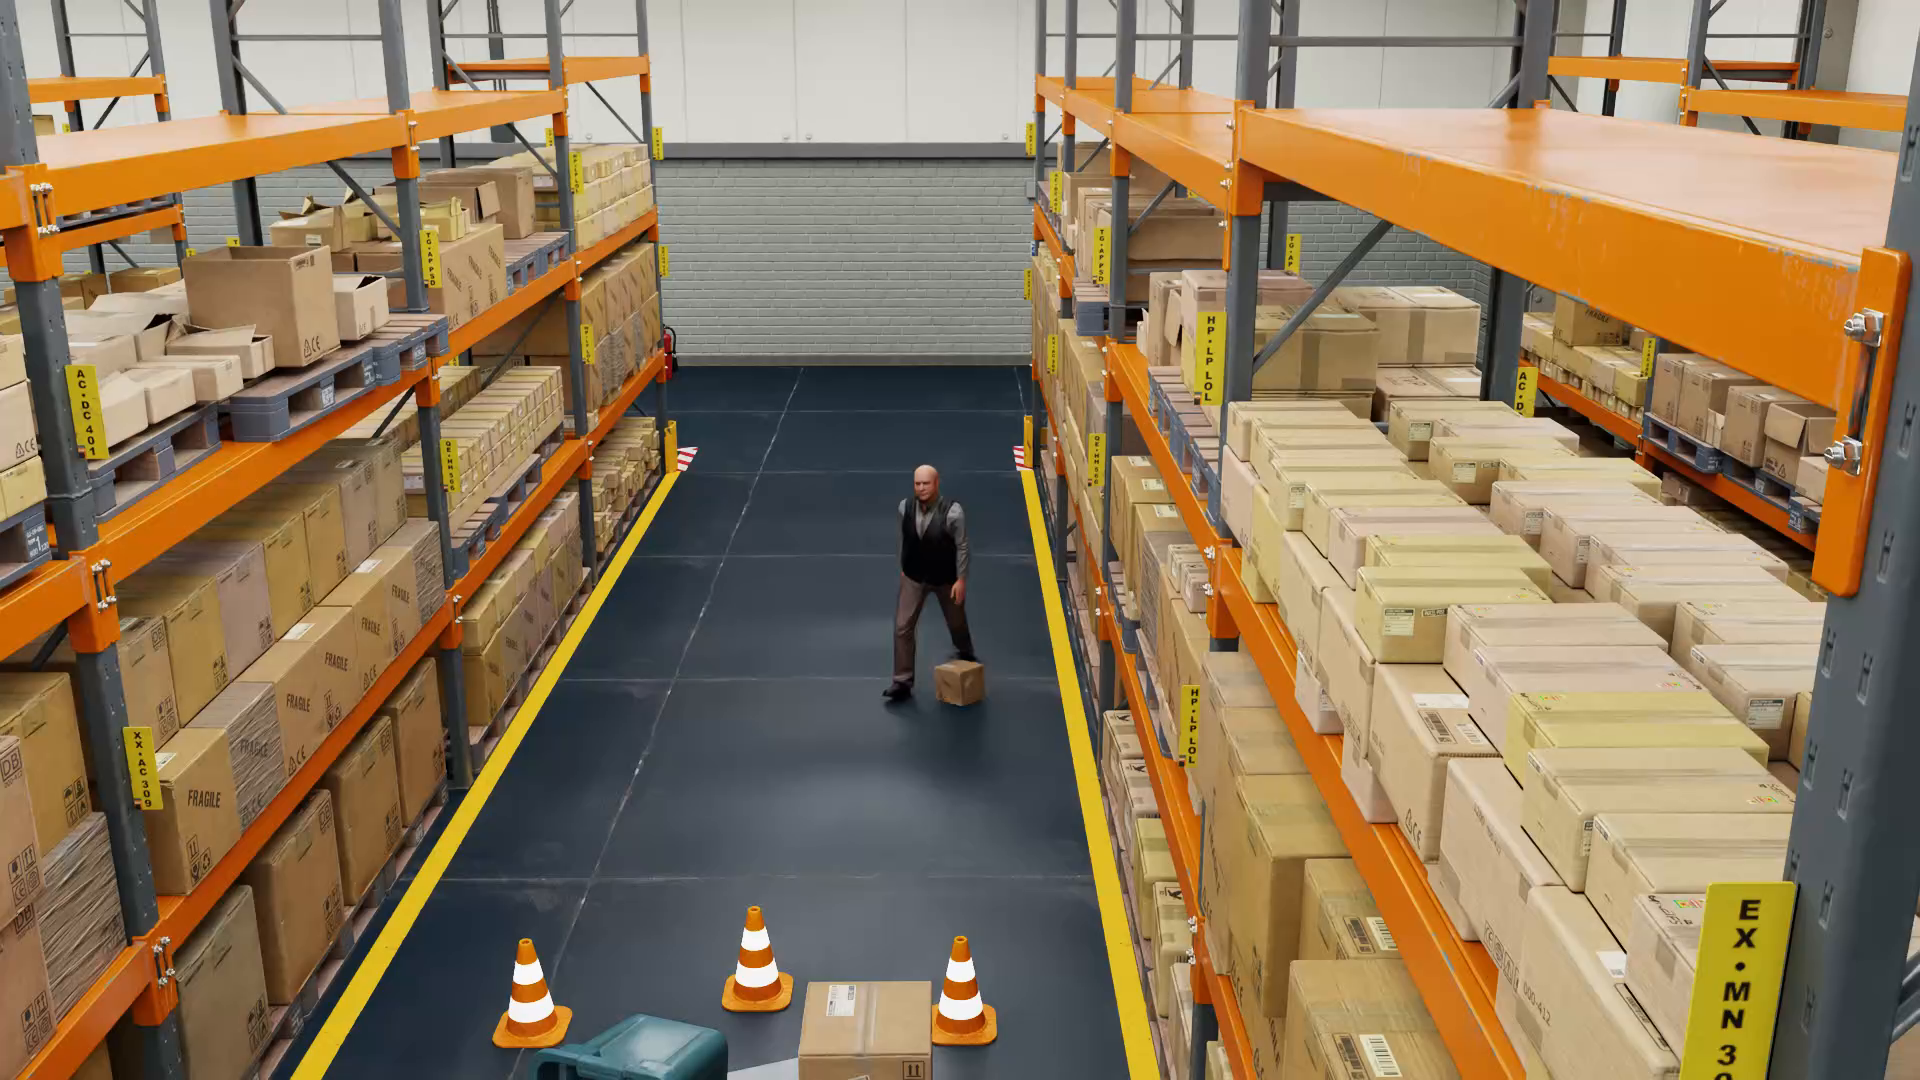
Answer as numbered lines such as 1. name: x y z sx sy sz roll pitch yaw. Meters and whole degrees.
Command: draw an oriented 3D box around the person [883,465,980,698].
1. person: -0.181 0.258 11.822 0.570 1.671 0.963 6 18 18
